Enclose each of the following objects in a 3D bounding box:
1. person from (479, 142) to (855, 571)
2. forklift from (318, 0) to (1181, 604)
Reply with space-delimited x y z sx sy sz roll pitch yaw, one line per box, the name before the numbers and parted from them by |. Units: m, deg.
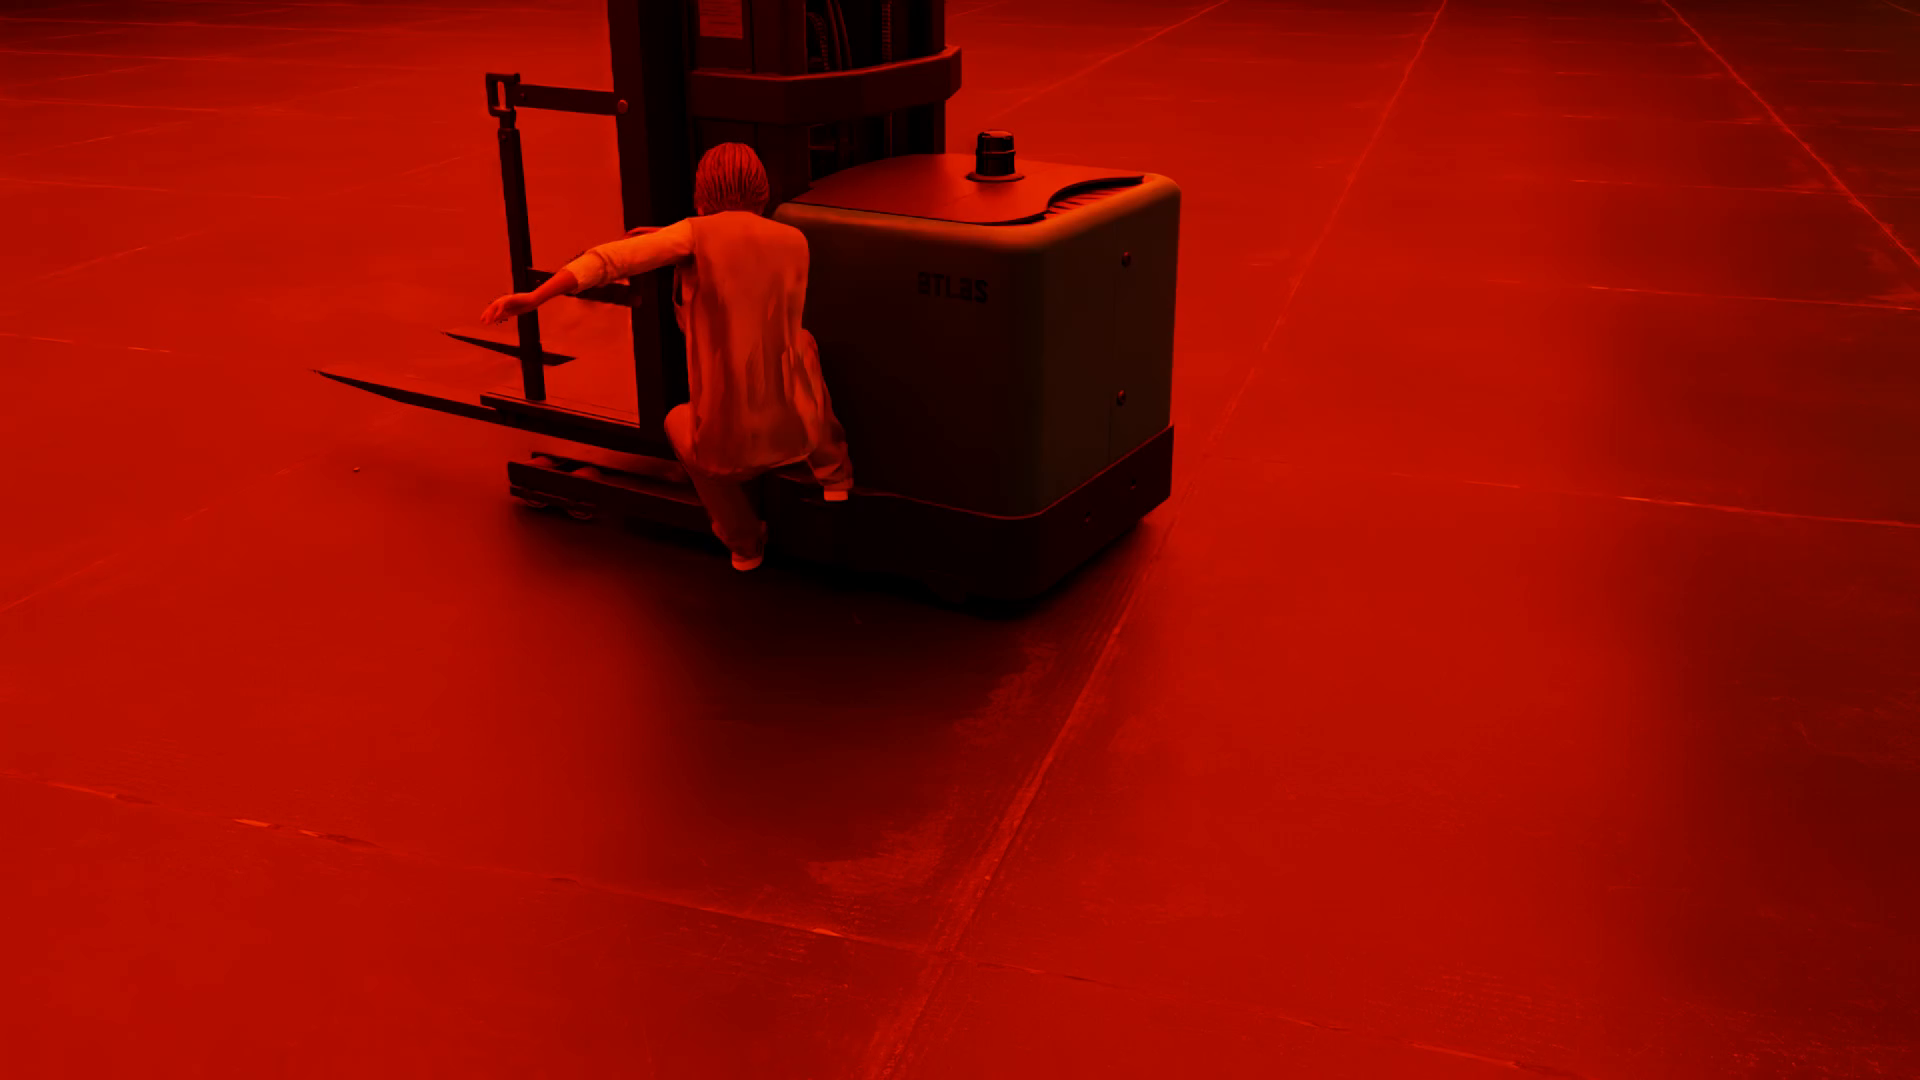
person | -0.713 -0.387 4.310 1.131 1.204 0.748 -11 25 -25
forklift | -0.859 -1.577 5.099 3.031 2.935 1.130 13 26 28
